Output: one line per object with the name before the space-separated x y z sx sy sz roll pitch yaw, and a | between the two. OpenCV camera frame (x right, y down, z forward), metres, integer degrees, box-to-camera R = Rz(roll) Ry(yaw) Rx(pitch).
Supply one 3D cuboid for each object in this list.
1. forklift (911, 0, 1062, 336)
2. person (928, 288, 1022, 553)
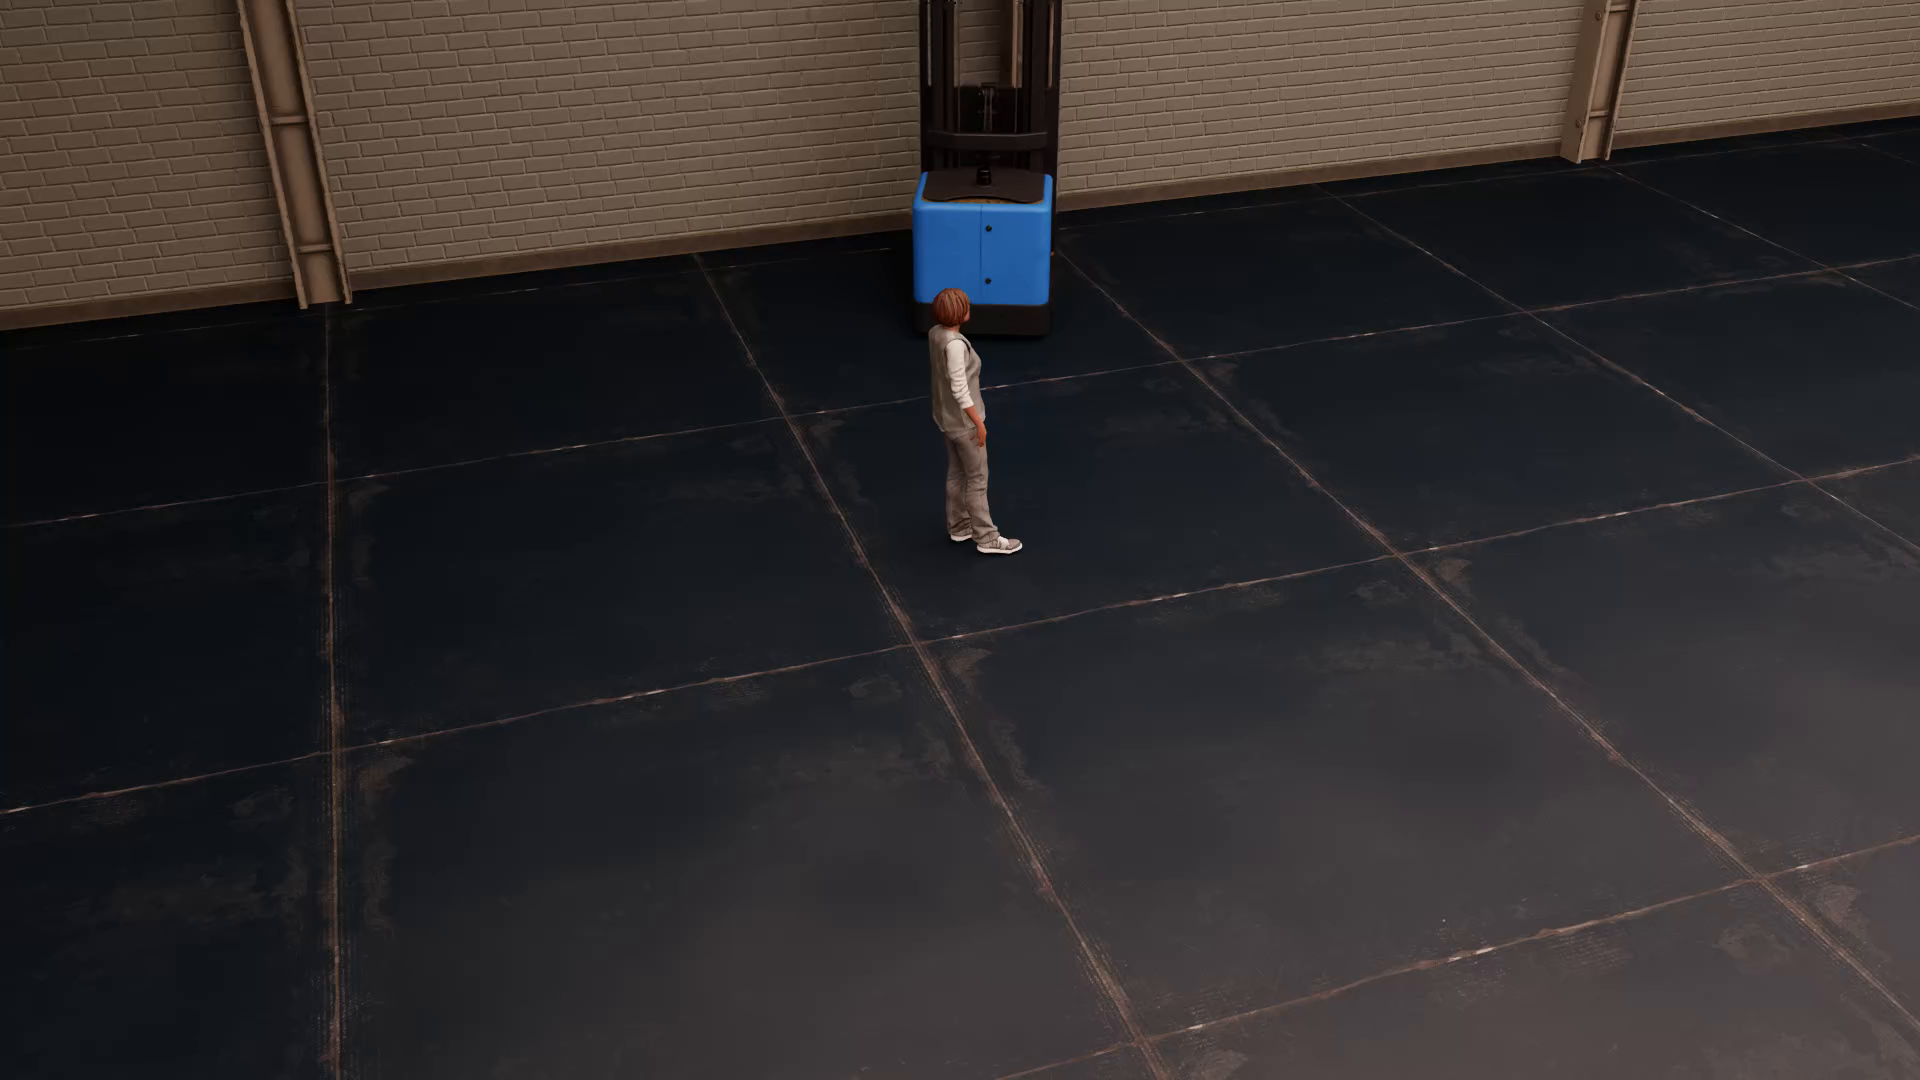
forklift | 0.247 -3.519 13.203 1.130 2.935 3.031 2 30 3
person | 0.075 -0.691 9.641 0.473 1.570 0.521 -10 31 -16
